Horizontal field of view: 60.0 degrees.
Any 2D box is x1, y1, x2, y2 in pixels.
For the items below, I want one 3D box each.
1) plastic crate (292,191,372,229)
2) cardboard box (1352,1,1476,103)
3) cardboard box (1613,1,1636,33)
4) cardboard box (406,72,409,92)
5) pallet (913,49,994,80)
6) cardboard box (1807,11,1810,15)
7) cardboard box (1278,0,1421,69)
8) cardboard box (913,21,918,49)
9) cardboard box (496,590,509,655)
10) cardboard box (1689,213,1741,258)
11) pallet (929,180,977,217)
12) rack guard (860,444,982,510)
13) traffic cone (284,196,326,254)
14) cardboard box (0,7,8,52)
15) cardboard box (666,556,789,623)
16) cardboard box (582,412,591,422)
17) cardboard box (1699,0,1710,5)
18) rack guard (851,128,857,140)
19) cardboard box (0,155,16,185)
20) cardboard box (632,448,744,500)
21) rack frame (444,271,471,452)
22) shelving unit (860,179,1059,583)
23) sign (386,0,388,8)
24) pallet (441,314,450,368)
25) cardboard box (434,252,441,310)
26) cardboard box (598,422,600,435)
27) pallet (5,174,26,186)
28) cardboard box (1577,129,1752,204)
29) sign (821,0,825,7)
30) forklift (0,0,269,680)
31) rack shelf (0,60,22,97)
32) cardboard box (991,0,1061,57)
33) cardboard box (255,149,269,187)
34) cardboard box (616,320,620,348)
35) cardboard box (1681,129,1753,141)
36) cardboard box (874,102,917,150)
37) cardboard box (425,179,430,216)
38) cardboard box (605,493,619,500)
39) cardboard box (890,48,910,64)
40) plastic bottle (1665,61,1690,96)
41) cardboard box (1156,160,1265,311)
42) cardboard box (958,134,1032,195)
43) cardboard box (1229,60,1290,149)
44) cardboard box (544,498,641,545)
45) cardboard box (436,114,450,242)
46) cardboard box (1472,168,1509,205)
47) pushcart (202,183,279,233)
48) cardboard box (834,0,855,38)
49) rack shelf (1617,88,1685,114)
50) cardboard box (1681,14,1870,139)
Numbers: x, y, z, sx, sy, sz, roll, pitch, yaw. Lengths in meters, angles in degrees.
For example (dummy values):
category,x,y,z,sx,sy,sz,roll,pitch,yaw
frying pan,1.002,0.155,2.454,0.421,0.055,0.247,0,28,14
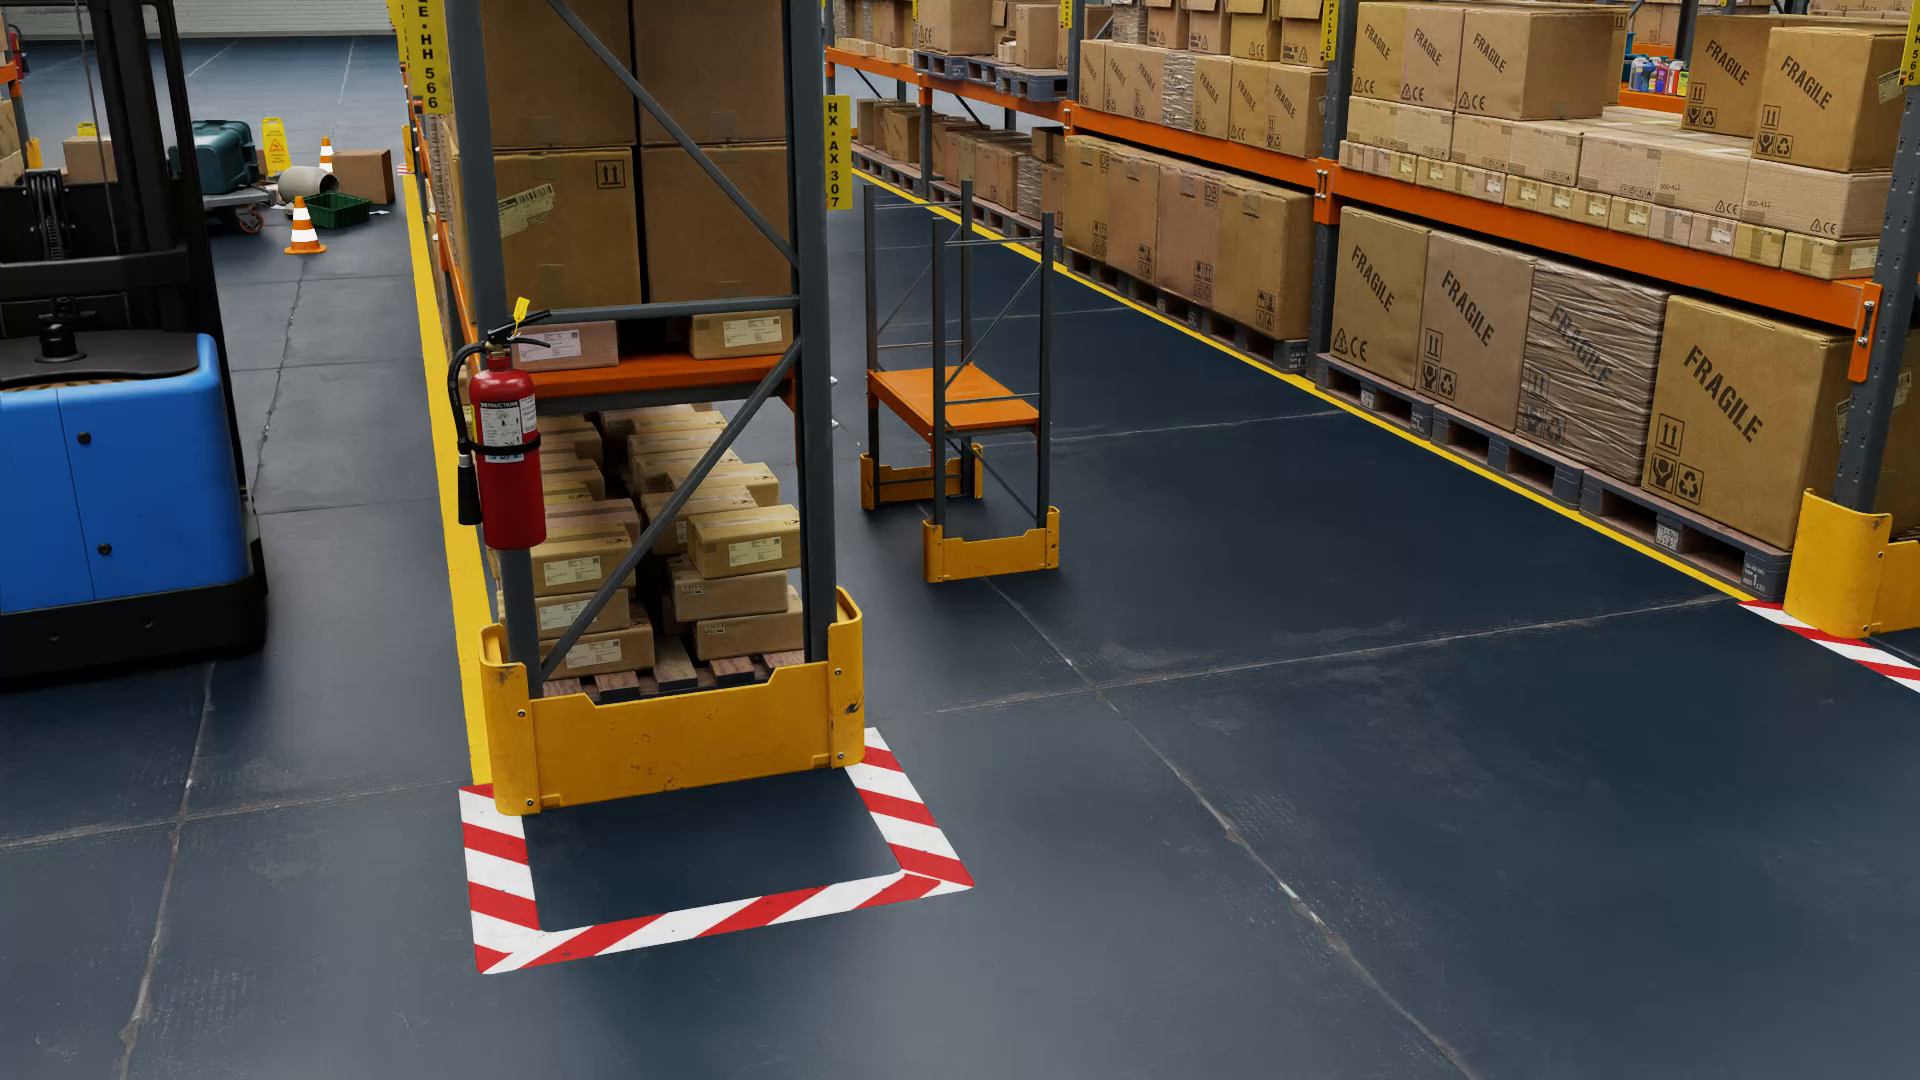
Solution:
category,x,y,z,sx,sy,sz,roll,pitch,yaw
plastic crate,-5.949,-3.127,15.761,0.450,0.188,0.662,13,22,7
cardboard box,2.512,-2.676,9.102,0.500,0.500,0.500,-6,21,-17
cardboard box,8.862,-6.736,21.585,0.700,0.500,0.500,-6,21,-16
cardboard box,-4.427,-4.034,14.063,0.500,0.500,0.500,-6,21,-17
pallet,0.192,-4.651,16.211,1.003,0.211,1.213,-6,21,-17
cardboard box,12.791,-7.613,24.366,0.500,0.250,0.500,-7,21,-19
cardboard box,2.396,-3.158,10.139,0.797,0.503,0.637,-7,21,-19
cardboard box,0.007,-5.340,17.258,0.875,0.500,0.500,-6,21,-17
cardboard box,-1.419,0.269,5.826,0.380,0.149,0.250,-6,21,-16
cardboard box,3.275,-1.276,6.904,0.380,0.149,0.250,-6,21,-17
pallet,0.336,-3.440,16.681,1.003,0.211,1.213,-6,21,-17
rack guard,-0.180,-0.302,7.887,0.587,0.250,0.087,-6,21,-17
traffic cone,-5.663,-2.722,14.311,0.336,0.463,0.334,-6,21,-17
cardboard box,-10.143,-5.275,17.076,0.500,0.500,0.500,-7,21,-18
cardboard box,-0.800,0.152,5.711,0.380,0.149,0.250,-5,20,-15
cardboard box,-1.798,-0.522,7.149,0.380,0.149,0.250,-7,21,-19
cardboard box,9.130,-6.549,20.106,0.380,0.149,0.250,-7,21,-18
rack guard,-1.144,-5.085,20.833,1.175,0.500,0.348,-6,21,-17
cardboard box,-9.911,-3.738,16.833,0.500,0.250,0.500,-6,21,-17
cardboard box,-1.036,-0.237,6.356,0.380,0.149,0.250,-7,21,-20
rack frame,-2.136,-1.940,8.380,1.000,3.000,0.127,-6,21,-17
shelving unit,-0.024,-0.730,7.231,0.587,1.500,1.083,-6,21,-17
sign,-6.437,-6.178,18.783,0.100,0.325,0.005,-6,21,-17
pallet,-2.769,-1.269,10.638,1.003,0.211,1.213,-6,21,-17
cardboard box,-3.252,-1.830,11.150,0.500,0.500,0.500,-6,21,-17
cardboard box,-1.388,-0.440,7.361,0.380,0.149,0.250,-7,21,-20
pallet,-10.330,-3.631,17.214,1.003,0.211,1.213,-6,21,-17
cardboard box,3.138,-1.674,7.421,0.500,0.250,0.500,-7,21,-19
sign,-1.683,-6.635,20.171,0.100,0.325,0.005,-6,21,-17
forklift,-3.678,-1.335,6.797,1.130,2.935,3.031,-9,21,-23
rack shelf,-9.947,-4.252,15.881,1.077,0.370,4.000,-6,21,-17
cardboard box,0.722,-4.701,15.294,0.797,0.503,0.637,-4,20,-12
cardboard box,-7.620,-3.763,17.148,0.637,0.503,0.797,12,23,30
cardboard box,-1.292,-0.696,5.290,0.380,0.149,0.250,-6,21,-17
cardboard box,3.643,-1.731,7.579,0.500,0.250,0.500,-7,21,-19
cardboard box,-0.767,-4.916,19.743,0.500,0.500,0.500,-1,20,-3
cardboard box,-3.407,-2.351,11.491,0.500,0.250,0.500,-7,21,-20
cardboard box,-1.468,-0.055,6.288,0.380,0.149,0.250,-7,21,-18
cardboard box,-0.532,-5.157,17.710,0.380,0.149,0.250,-6,21,-17
plastic bottle,6.023,-3.864,13.921,0.152,0.276,0.135,-6,21,-17
cardboard box,2.102,-2.122,11.409,1.225,0.875,0.875,-7,21,-19
cardboard box,0.394,-3.678,16.266,0.700,0.500,0.500,-7,21,-18
cardboard box,2.049,-2.762,10.521,0.500,0.500,0.500,-6,21,-16
cardboard box,-1.310,-0.022,5.756,0.380,0.149,0.250,-6,21,-16
cardboard box,-1.737,-1.449,6.425,0.500,0.500,0.500,-5,20,-14
cardboard box,2.789,-1.770,8.279,0.380,0.149,0.250,-6,21,-17
pushcart,-7.169,-2.973,15.135,1.648,0.377,0.936,-15,25,-36
cardboard box,-1.021,-6.293,19.911,0.875,0.500,0.500,-6,21,-17
rack shelf,6.677,-3.264,13.130,1.077,0.370,4.000,-6,21,-17
cardboard box,3.641,-2.082,7.448,0.500,0.500,0.500,-7,21,-19
